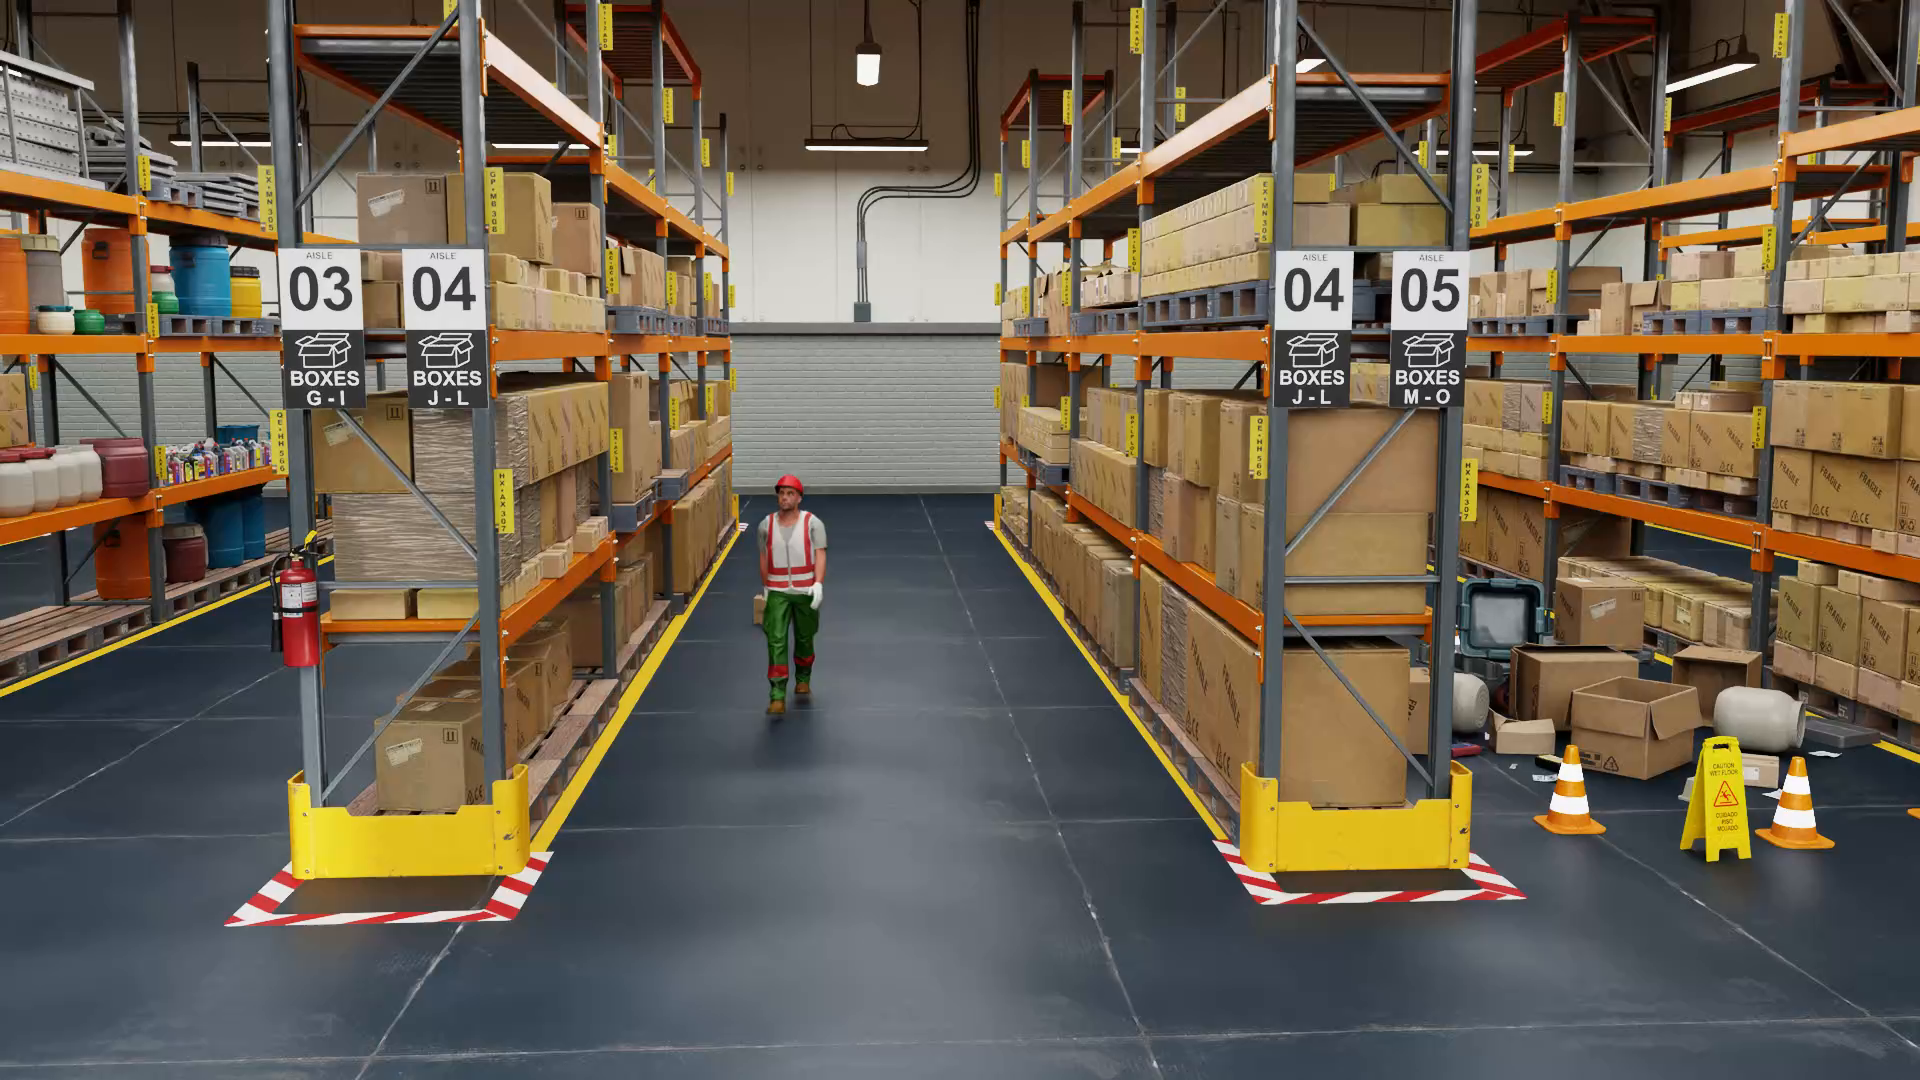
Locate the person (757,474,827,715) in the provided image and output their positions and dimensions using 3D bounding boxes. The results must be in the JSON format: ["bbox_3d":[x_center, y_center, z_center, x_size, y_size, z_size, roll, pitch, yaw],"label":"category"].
[{"bbox_3d":[-1.250,0.387,12.345,0.528,1.733,1.056,0,7,-1],"label":"person"}]
